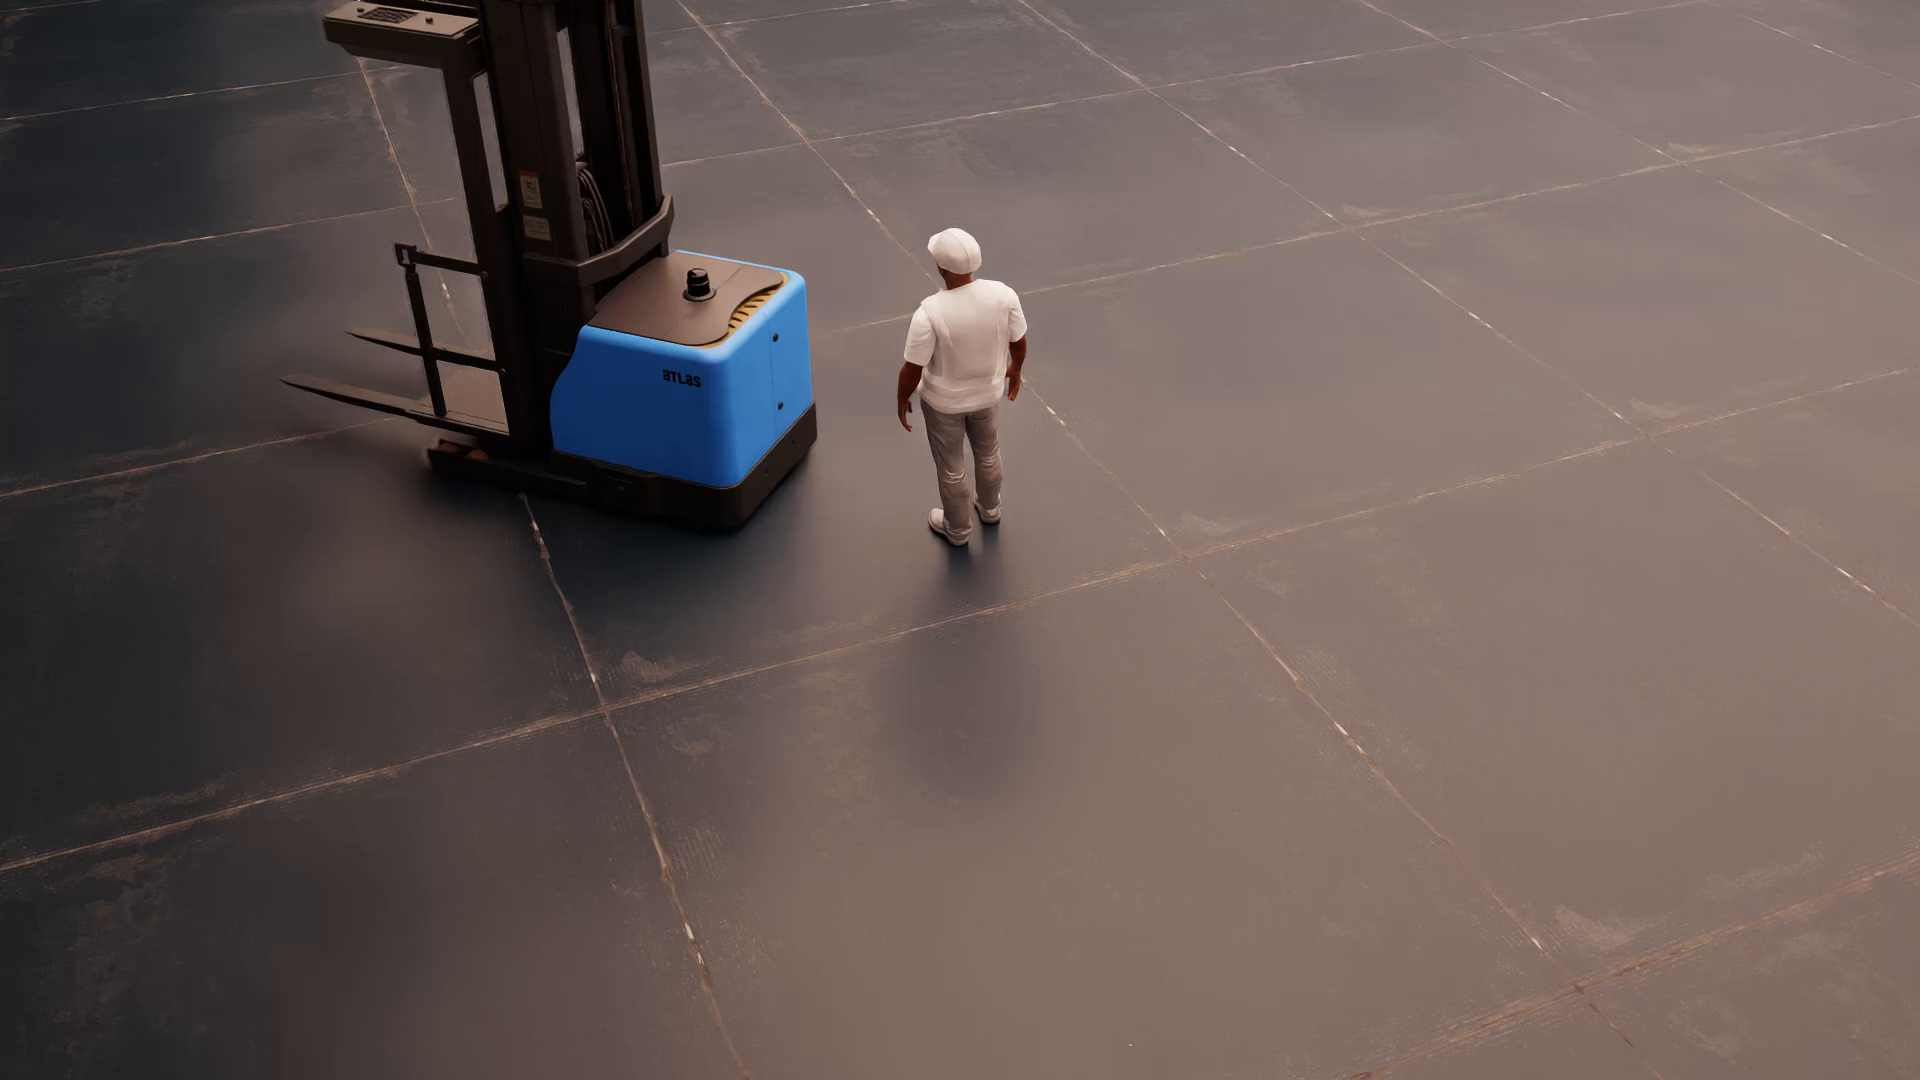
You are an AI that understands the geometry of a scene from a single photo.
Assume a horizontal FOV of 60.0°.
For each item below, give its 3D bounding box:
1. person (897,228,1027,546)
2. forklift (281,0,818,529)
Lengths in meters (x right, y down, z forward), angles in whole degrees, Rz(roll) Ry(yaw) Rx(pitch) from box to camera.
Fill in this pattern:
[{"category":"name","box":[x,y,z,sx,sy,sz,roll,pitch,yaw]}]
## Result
[{"category":"person","box":[-0.022,-0.764,8.166,0.666,1.766,0.576,-14,38,-19]},{"category":"forklift","box":[-2.367,-1.788,8.613,3.031,2.935,1.130,13,37,18]}]
